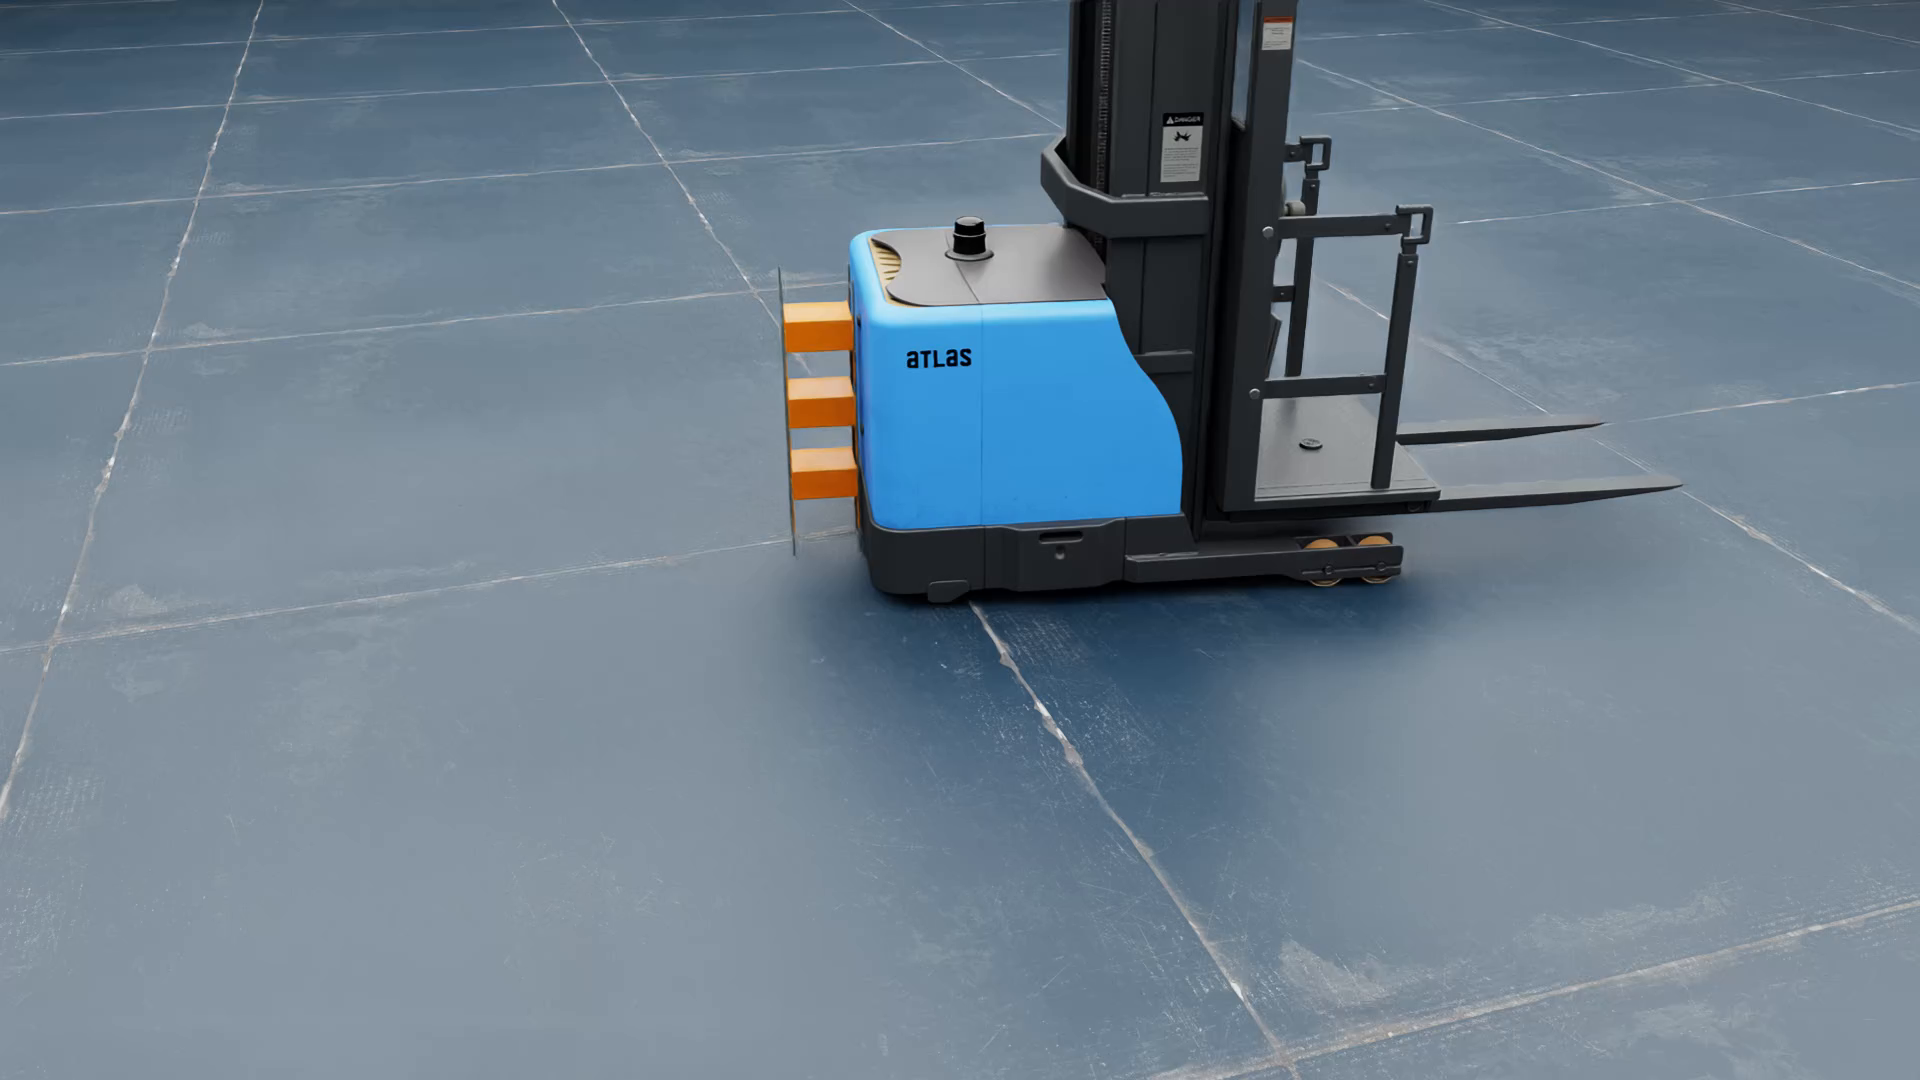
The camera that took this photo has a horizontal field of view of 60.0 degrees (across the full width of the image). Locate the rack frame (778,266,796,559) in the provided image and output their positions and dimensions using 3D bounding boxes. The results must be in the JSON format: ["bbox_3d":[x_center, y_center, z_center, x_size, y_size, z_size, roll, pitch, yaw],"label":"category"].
[{"bbox_3d":[-0.621,-0.446,5.968,0.008,1.050,0.200,-3,27,-7],"label":"rack frame"}]

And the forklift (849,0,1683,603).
[{"bbox_3d":[1.138,-1.376,5.725,3.031,2.935,1.130,-3,27,-7],"label":"forklift"}]

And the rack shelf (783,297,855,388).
[{"bbox_3d":[-0.500,-0.698,5.861,0.240,0.259,0.215,-3,27,-7],"label":"rack shelf"}]

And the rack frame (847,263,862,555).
[{"bbox_3d":[-0.379,-0.461,5.997,0.008,1.050,0.200,-3,27,-7],"label":"rack frame"}]

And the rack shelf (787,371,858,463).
[{"bbox_3d":[-0.500,-0.444,5.987,0.240,0.259,0.215,-3,27,-7],"label":"rack shelf"}]

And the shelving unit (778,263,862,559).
[{"bbox_3d":[-0.500,-0.453,5.983,0.252,1.050,0.215,-3,27,-7],"label":"shelving unit"}]

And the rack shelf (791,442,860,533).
[{"bbox_3d":[-0.500,-0.195,6.111,0.240,0.259,0.215,-3,27,-7],"label":"rack shelf"}]
